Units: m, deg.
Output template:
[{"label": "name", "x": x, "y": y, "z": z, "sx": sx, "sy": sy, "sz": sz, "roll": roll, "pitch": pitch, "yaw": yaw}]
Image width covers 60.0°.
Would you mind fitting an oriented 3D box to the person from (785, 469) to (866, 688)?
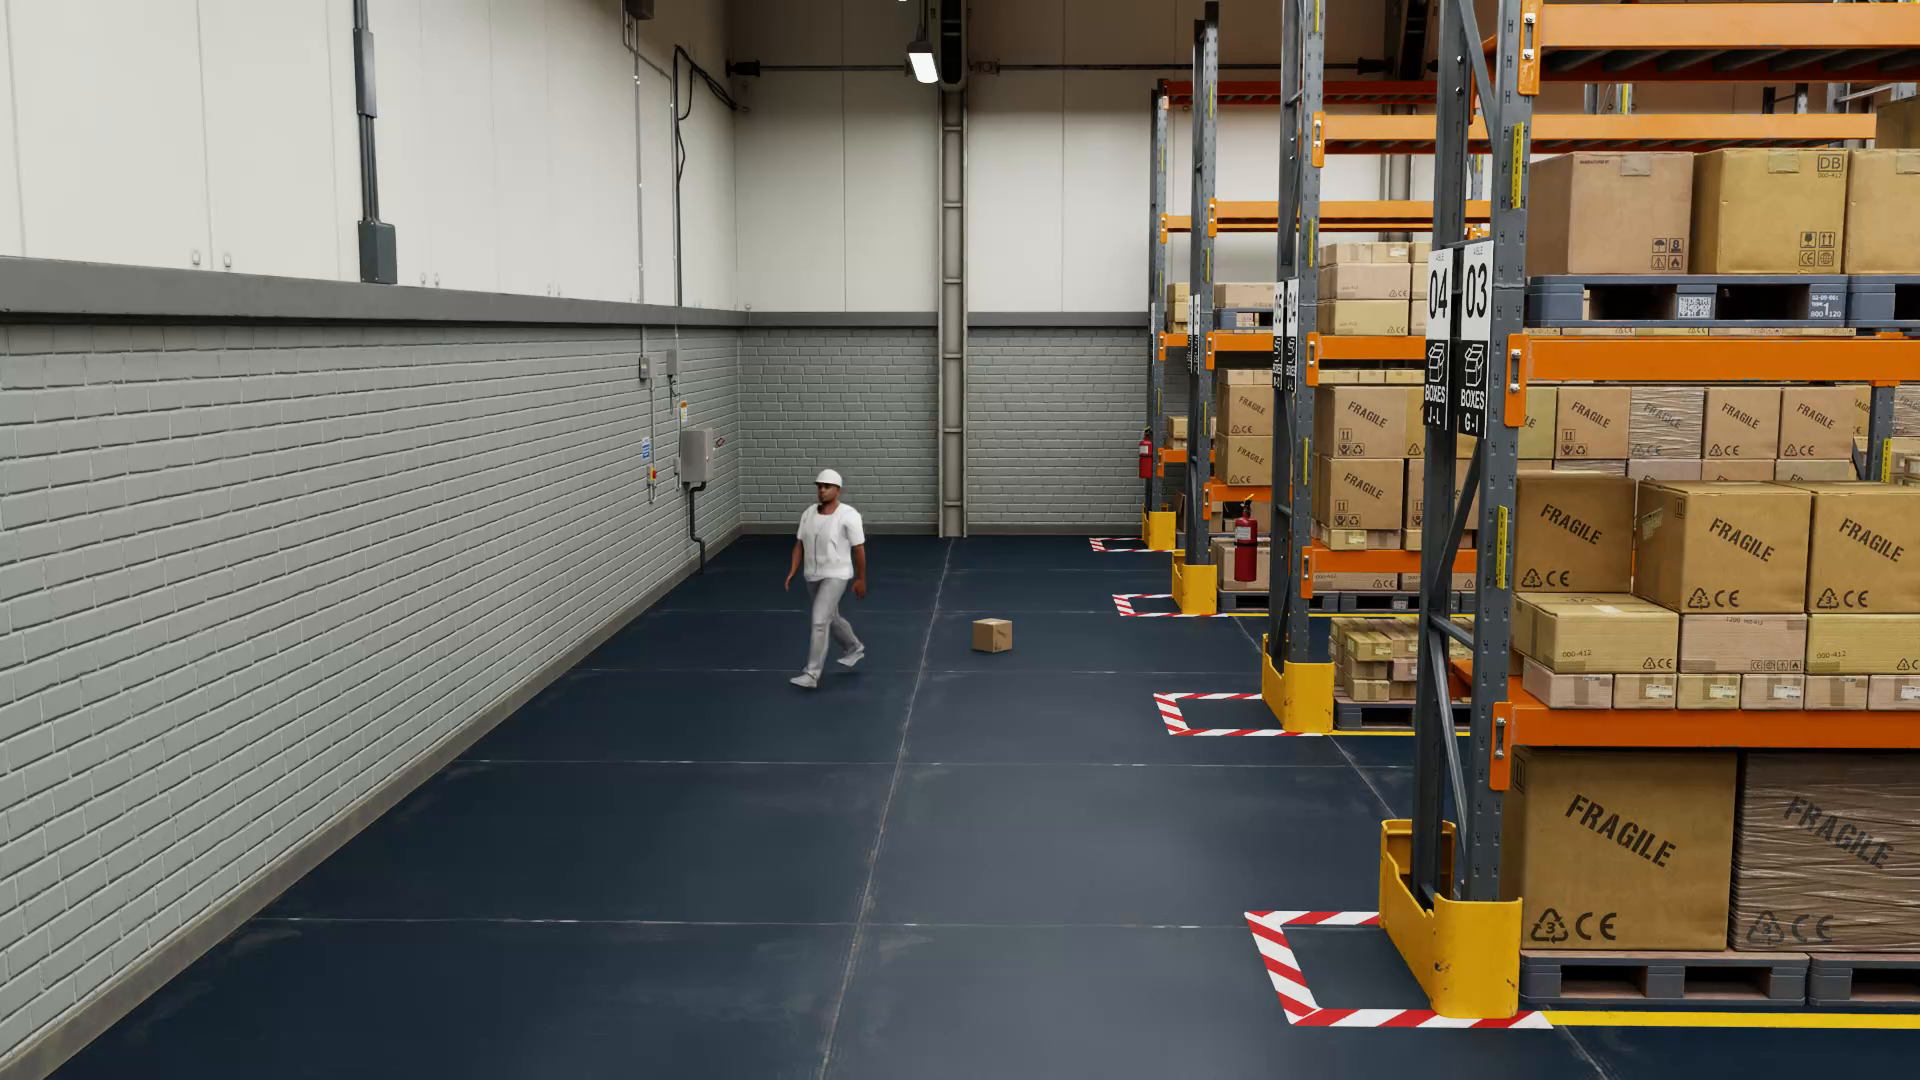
[{"label": "person", "x": -1.082, "y": 0.292, "z": 13.393, "sx": 0.558, "sy": 1.723, "sz": 1.071, "roll": 5, "pitch": 9, "yaw": 37}]
